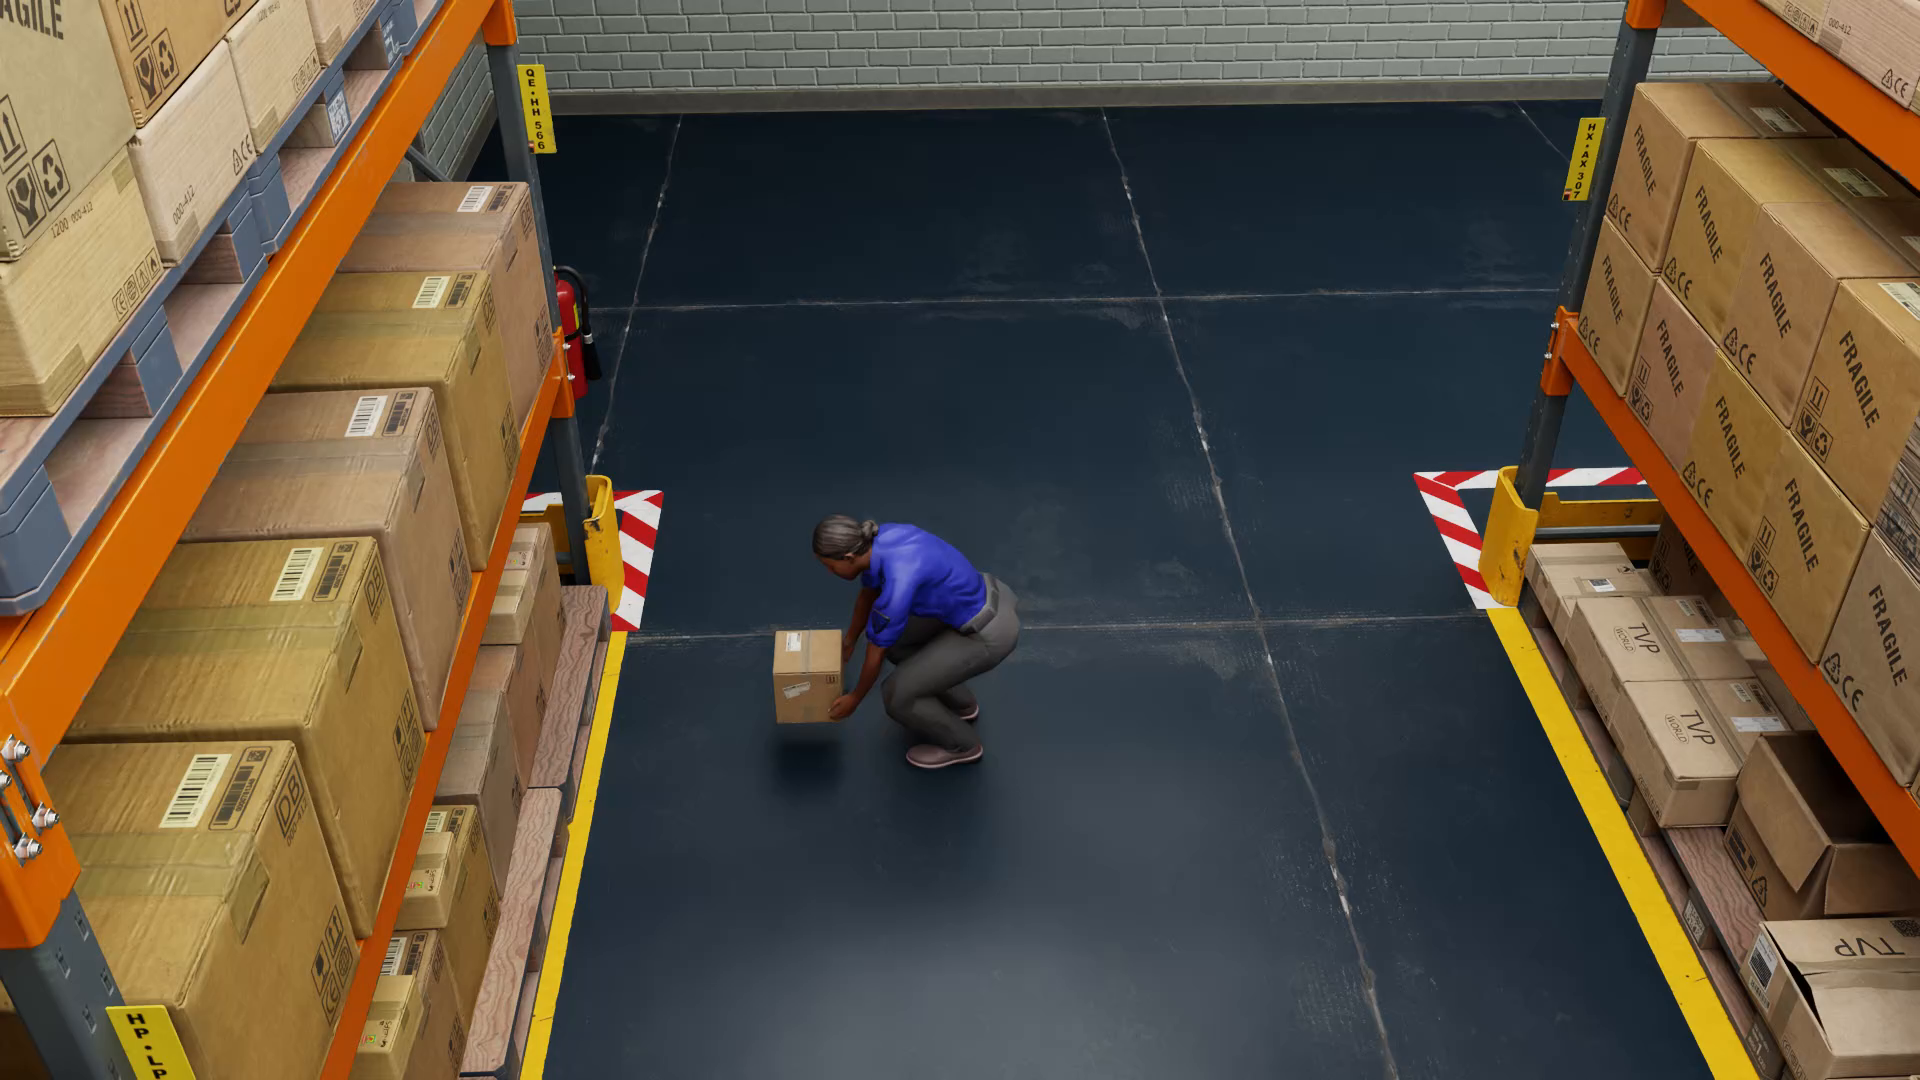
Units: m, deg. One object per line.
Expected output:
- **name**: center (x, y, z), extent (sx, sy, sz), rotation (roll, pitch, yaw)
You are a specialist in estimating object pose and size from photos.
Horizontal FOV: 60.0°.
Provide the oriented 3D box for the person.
- **person**: center (-0.149, 0.349, 6.153), extent (0.747, 1.092, 0.499), rotation (-2, 35, -2)
